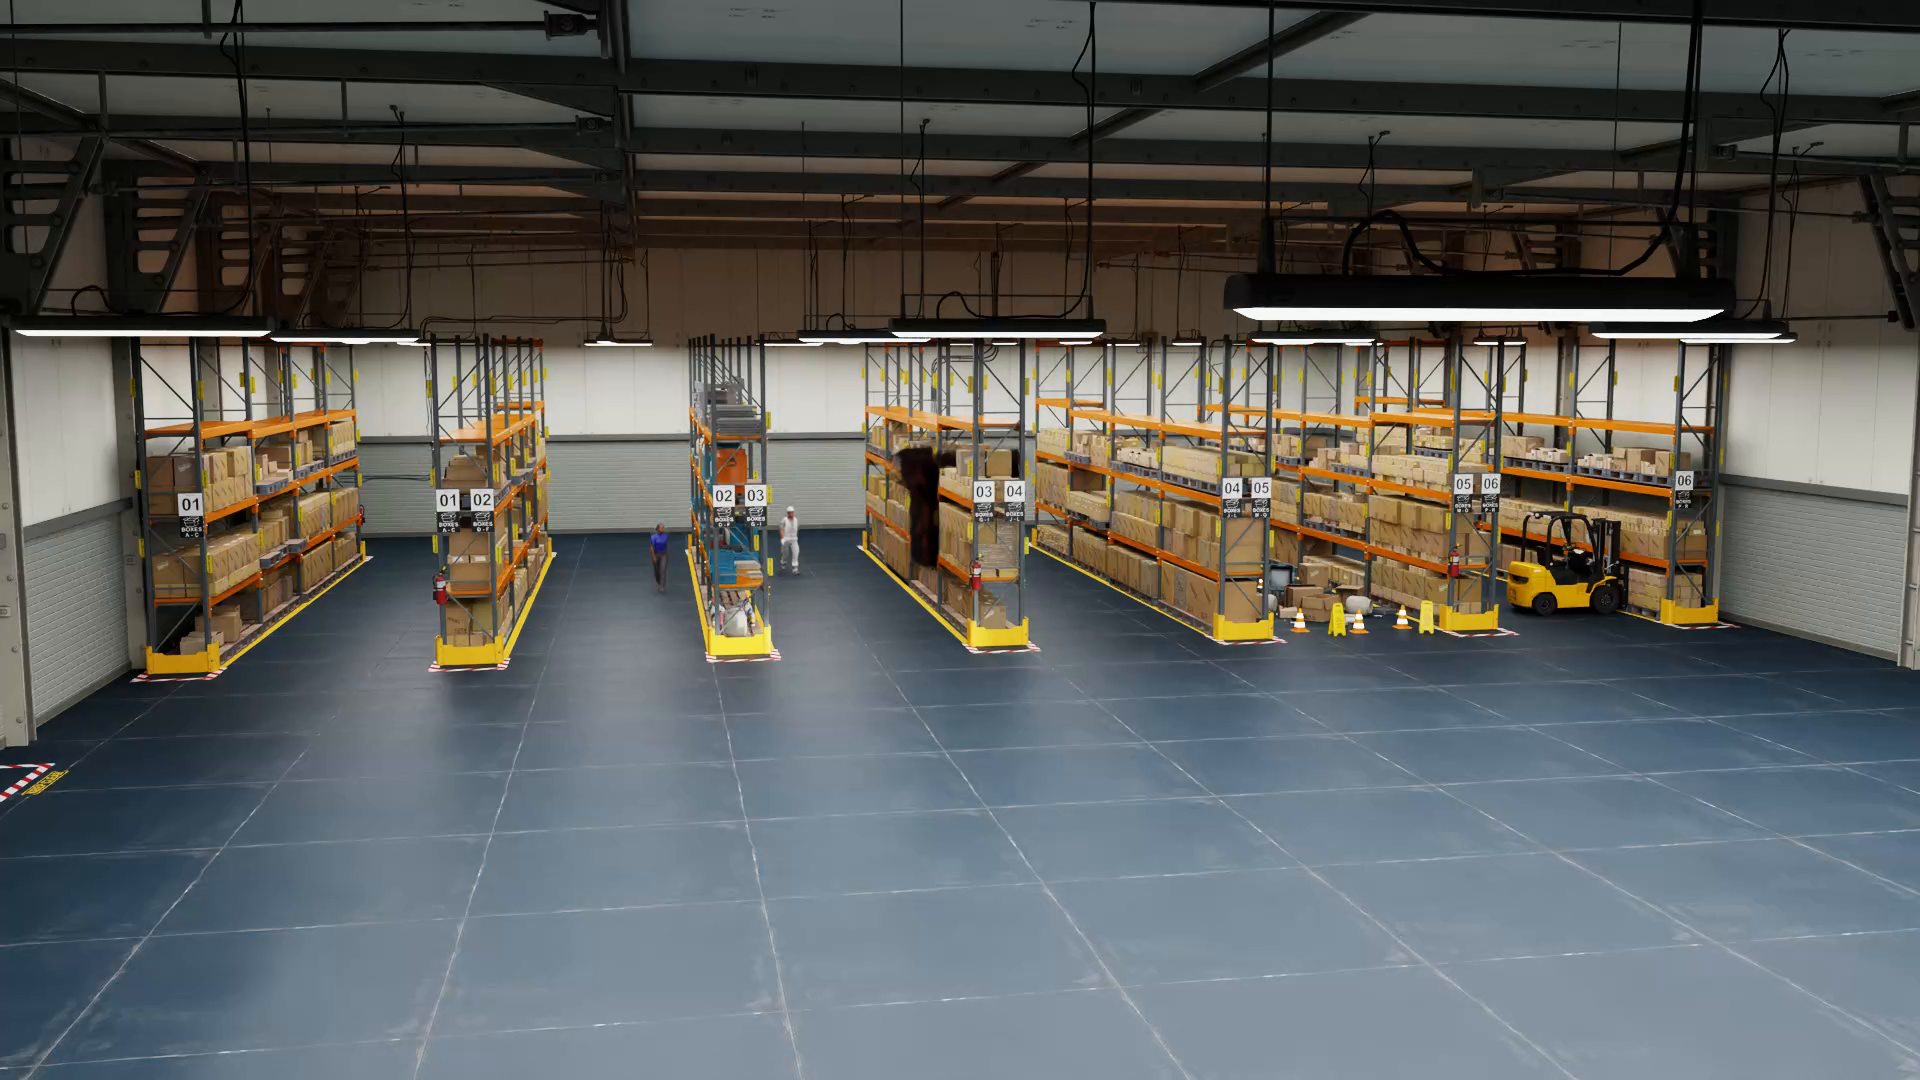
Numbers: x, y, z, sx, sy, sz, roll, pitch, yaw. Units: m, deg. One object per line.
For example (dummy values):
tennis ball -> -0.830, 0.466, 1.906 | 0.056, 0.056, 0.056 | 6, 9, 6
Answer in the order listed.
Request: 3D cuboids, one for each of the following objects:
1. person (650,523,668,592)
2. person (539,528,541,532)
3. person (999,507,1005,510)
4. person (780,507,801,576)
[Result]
person -> -7.129, 0.400, 39.495 | 0.402, 1.614, 0.928 | 0, 7, -3
person -> -12.491, -0.677, 48.453 | 0.592, 1.722, 1.050 | -6, 9, -42
person -> 1.235, -0.757, 49.033 | 0.645, 1.715, 1.042 | 3, 7, 25
person -> -4.322, 0.027, 42.251 | 0.541, 1.757, 1.023 | -2, 7, -21
